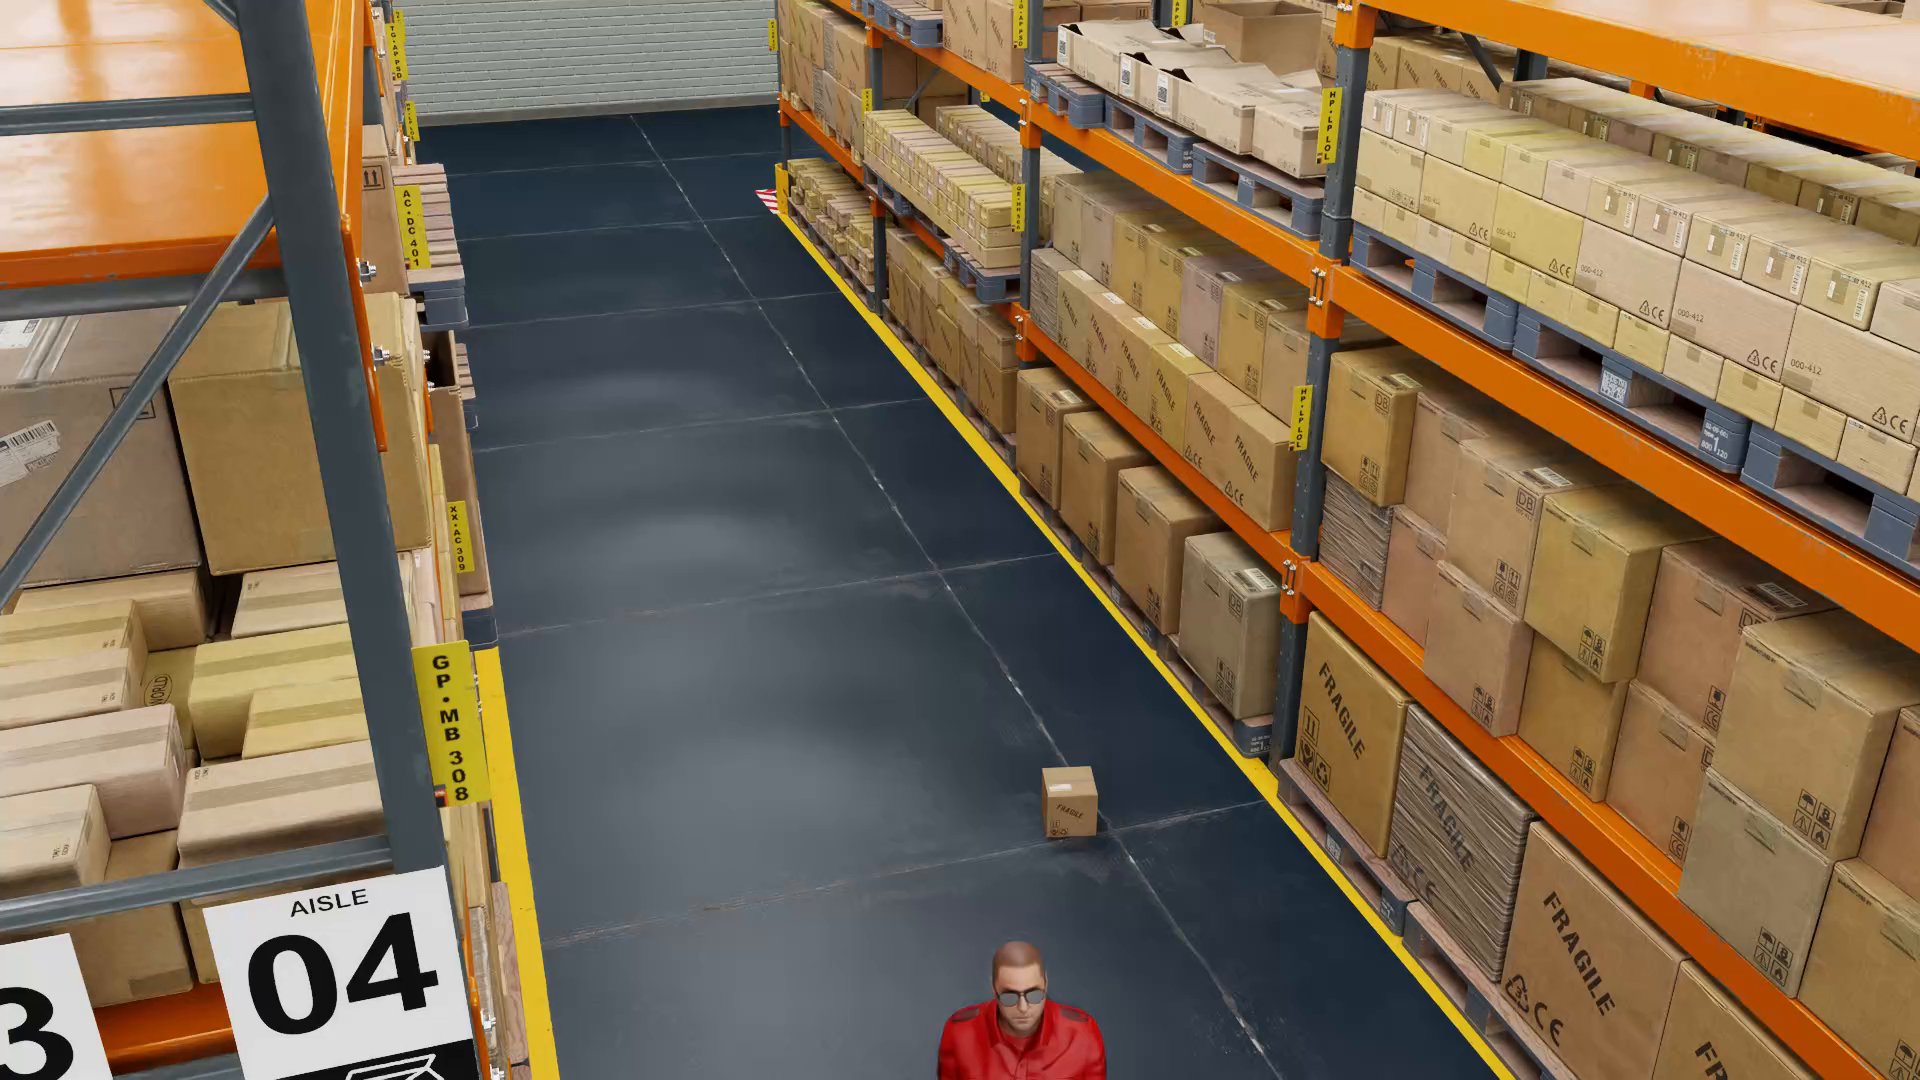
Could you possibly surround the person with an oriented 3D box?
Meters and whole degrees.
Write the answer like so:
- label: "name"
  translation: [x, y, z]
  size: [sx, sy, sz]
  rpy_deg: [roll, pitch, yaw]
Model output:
- label: "person"
  translation: [0.195, 1.981, 5.318]
  size: [0.535, 1.705, 0.633]
  rpy_deg: [1, 26, 3]
